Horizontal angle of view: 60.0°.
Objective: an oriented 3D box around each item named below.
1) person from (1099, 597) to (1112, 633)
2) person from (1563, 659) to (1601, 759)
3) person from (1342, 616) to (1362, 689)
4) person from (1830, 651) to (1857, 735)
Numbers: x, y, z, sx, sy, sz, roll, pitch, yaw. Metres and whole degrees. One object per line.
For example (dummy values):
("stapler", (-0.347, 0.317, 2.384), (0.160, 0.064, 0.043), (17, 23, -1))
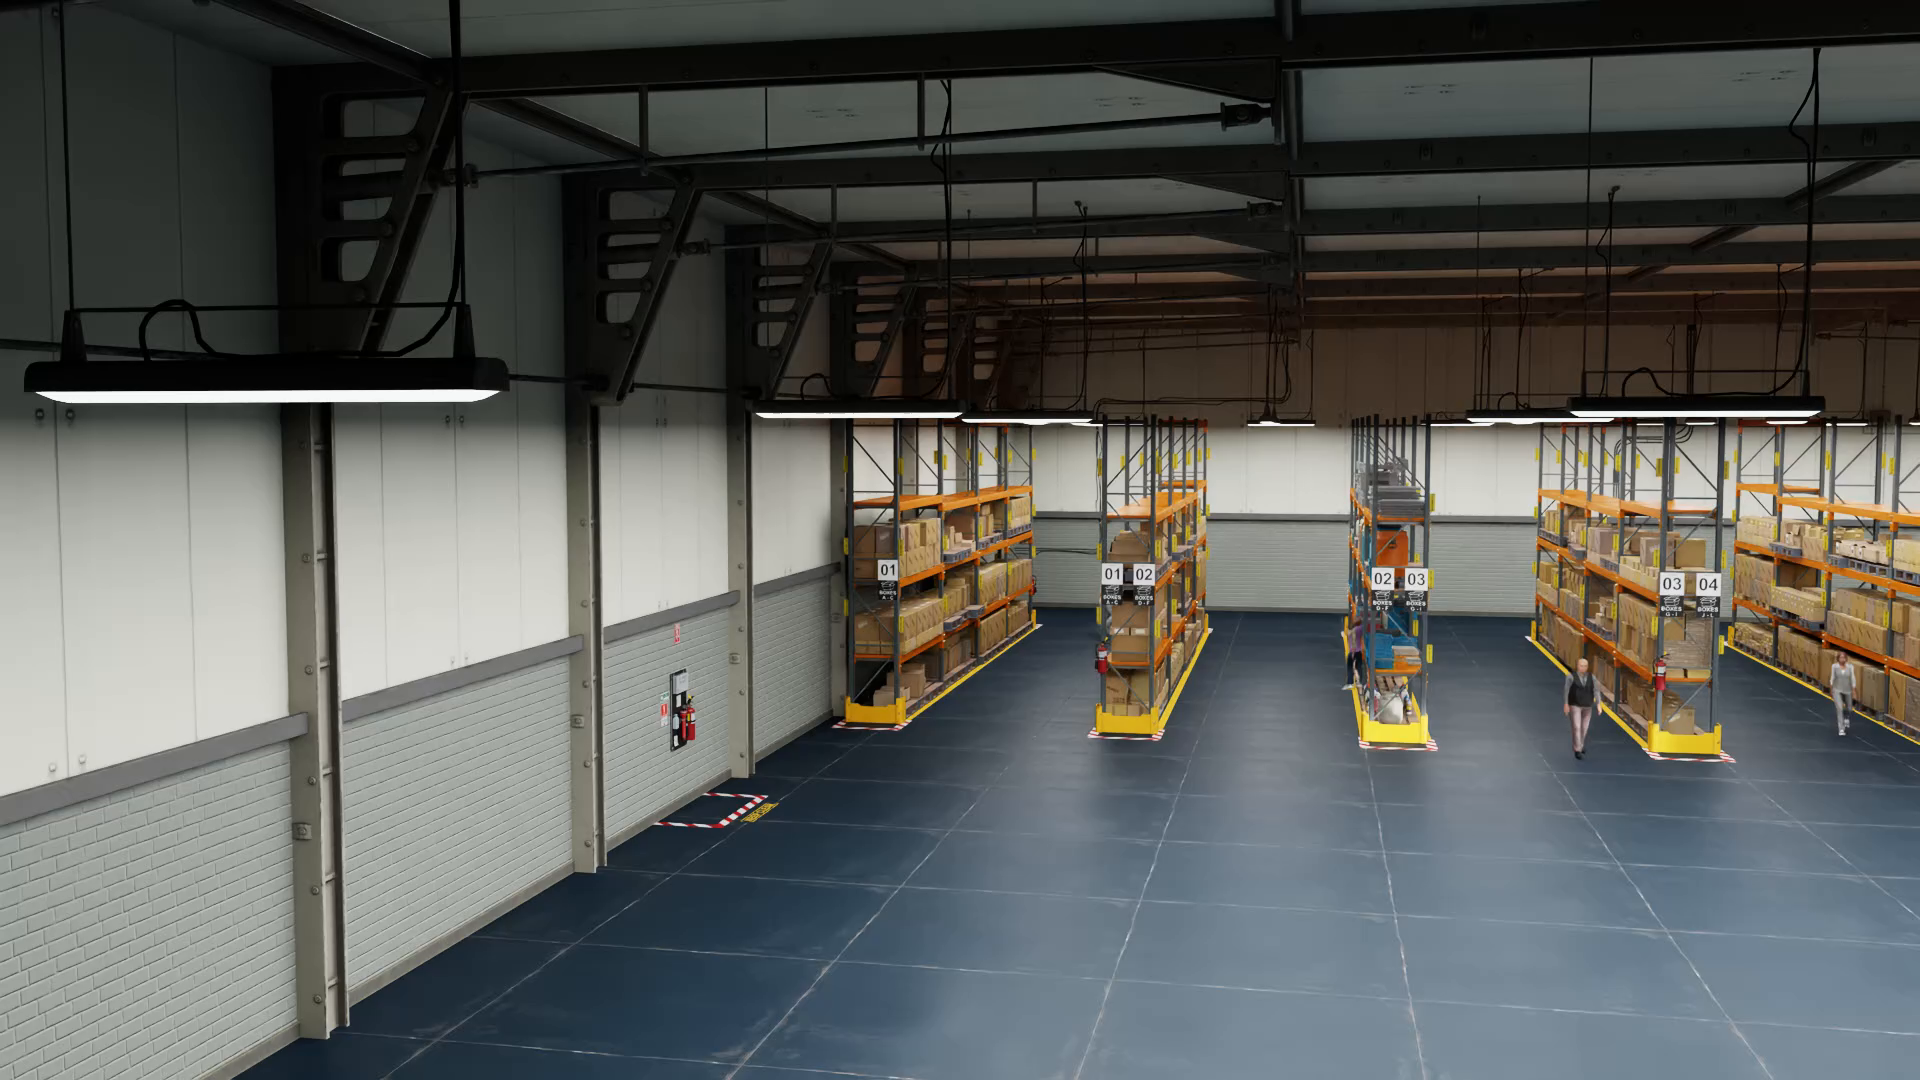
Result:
("person", (4.093, 1.791, 46.466), (0.463, 1.666, 0.513), (-2, 4, -27))
("person", (10.874, 2.925, 29.044), (0.587, 1.712, 0.747), (0, 4, 2))
("person", (8.574, 2.447, 35.815), (0.413, 1.616, 0.636), (-1, 4, -19))
("person", (16.616, 2.850, 31.293), (0.442, 1.559, 0.852), (1, 4, 21))
